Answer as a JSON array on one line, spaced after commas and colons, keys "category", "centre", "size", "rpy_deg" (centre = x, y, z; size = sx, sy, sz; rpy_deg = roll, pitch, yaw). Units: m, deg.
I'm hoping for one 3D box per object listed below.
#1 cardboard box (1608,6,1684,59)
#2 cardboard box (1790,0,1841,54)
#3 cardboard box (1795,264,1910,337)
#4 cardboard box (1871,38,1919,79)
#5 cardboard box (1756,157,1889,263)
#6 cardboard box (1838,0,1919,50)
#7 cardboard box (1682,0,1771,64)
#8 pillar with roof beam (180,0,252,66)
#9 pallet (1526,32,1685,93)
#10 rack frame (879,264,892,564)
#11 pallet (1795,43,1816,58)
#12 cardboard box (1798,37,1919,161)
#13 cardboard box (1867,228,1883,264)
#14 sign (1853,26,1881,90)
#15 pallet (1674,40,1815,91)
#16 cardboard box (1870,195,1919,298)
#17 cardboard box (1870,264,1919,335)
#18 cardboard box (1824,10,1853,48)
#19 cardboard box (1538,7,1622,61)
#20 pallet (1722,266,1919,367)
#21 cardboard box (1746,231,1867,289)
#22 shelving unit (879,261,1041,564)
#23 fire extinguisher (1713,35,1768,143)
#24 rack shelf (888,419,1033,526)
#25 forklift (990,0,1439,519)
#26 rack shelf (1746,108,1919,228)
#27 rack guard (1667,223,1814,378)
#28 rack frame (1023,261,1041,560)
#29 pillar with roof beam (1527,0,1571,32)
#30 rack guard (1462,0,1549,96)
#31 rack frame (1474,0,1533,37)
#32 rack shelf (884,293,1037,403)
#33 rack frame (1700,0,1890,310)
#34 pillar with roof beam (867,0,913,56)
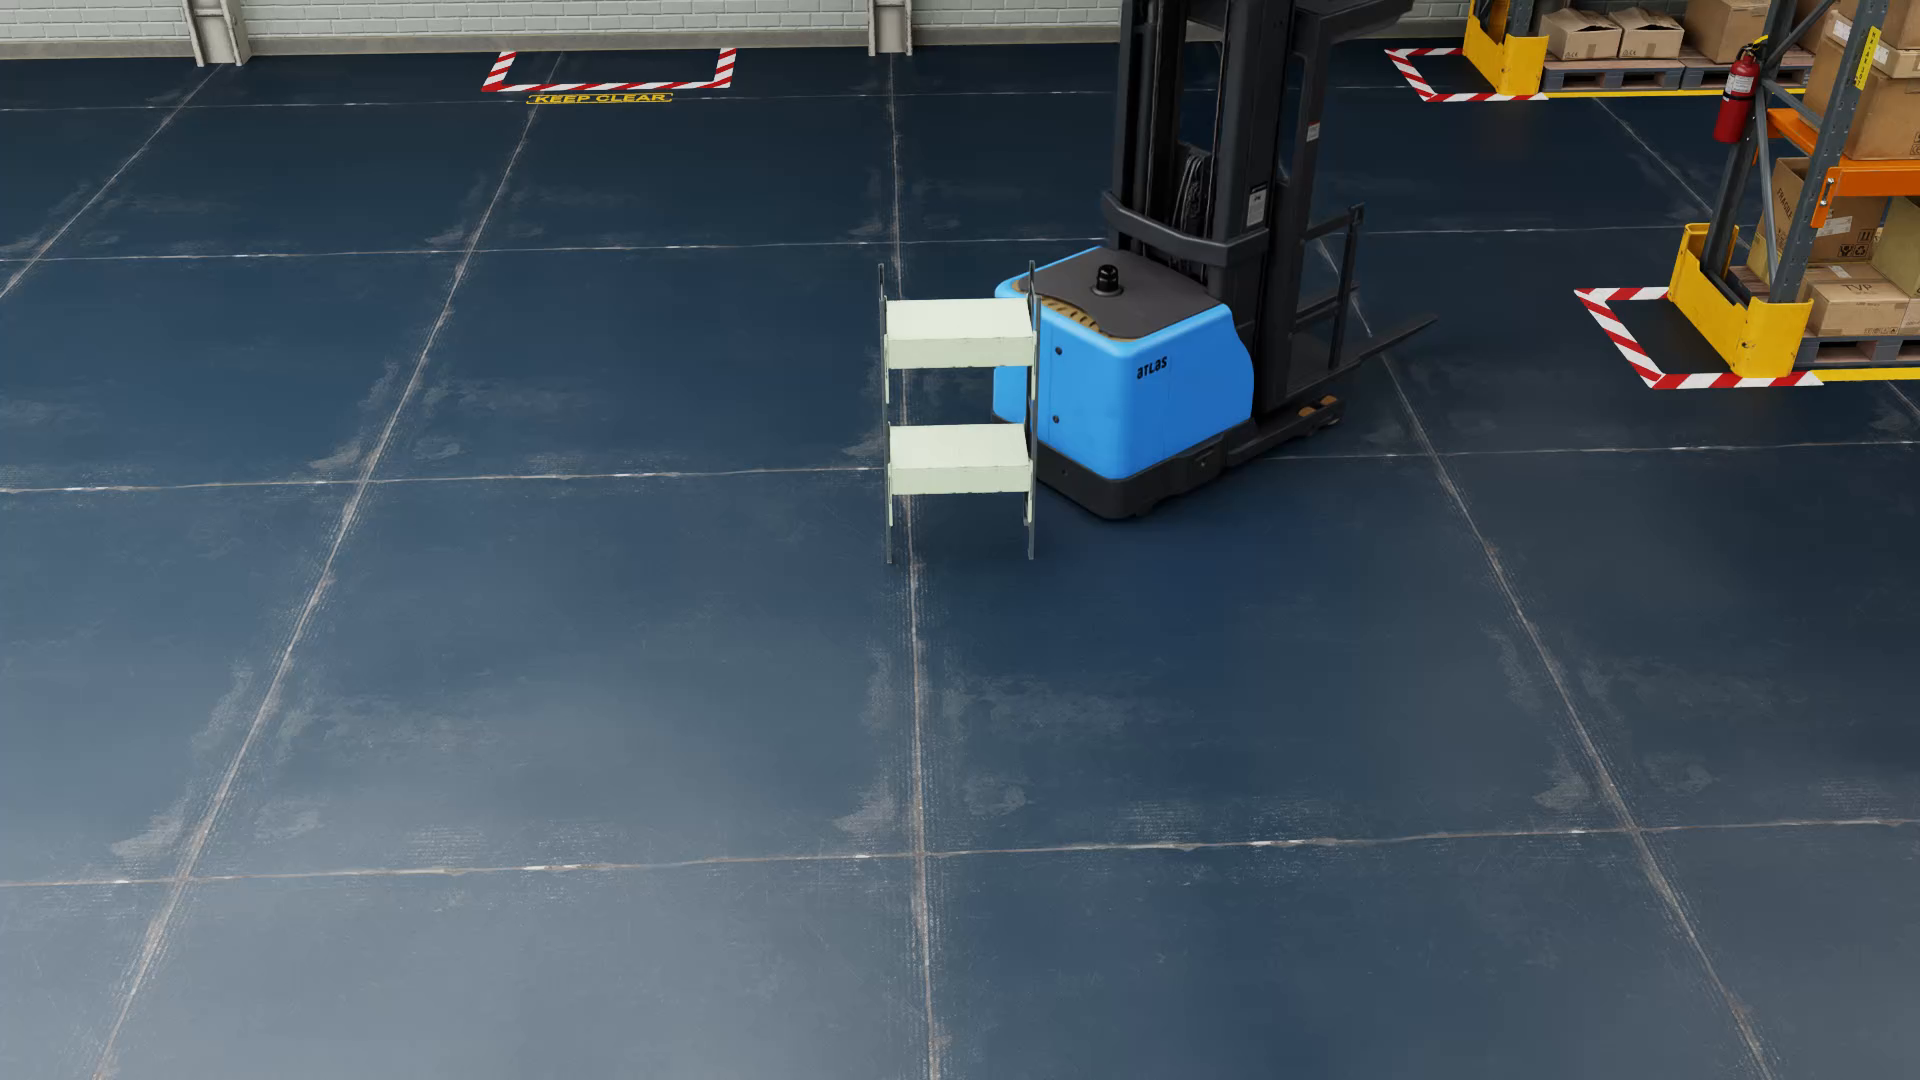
[{"category": "cardboard box", "centre": [5.964, -4.433, 14.496], "size": [0.500, 0.311, 0.500], "rpy_deg": [1, 35, 2]}, {"category": "cardboard box", "centre": [7.660, -4.585, 14.550], "size": [0.500, 0.500, 0.500], "rpy_deg": [-4, 35, -6]}, {"category": "cardboard box", "centre": [5.483, -1.489, 10.313], "size": [0.500, 0.250, 0.500], "rpy_deg": [-2, 35, -2]}, {"category": "cardboard box", "centre": [5.339, -2.755, 9.438], "size": [0.250, 0.149, 0.380], "rpy_deg": [-2, 35, -3]}, {"category": "cardboard box", "centre": [5.459, -2.093, 10.527], "size": [0.500, 0.500, 0.500], "rpy_deg": [-2, 35, -2]}, {"category": "cardboard box", "centre": [5.457, -3.141, 9.424], "size": [0.500, 0.500, 0.700], "rpy_deg": [-1, 35, -2]}, {"category": "cardboard box", "centre": [6.699, -4.502, 14.430], "size": [0.500, 0.500, 0.700], "rpy_deg": [-4, 35, -5]}, {"category": "pillar with roof beam", "centre": [-6.426, -5.582, 8.908], "size": [0.400, 9.000, 9.100], "rpy_deg": [-2, 35, -2]}, {"category": "pallet", "centre": [5.588, -4.232, 14.680], "size": [1.213, 0.211, 1.003], "rpy_deg": [-2, 35, -2]}, {"category": "rack frame", "centre": [-0.372, -0.607, 8.309], "size": [0.023, 1.500, 0.400], "rpy_deg": [-2, 35, -2]}, {"category": "pallet", "centre": [8.025, -4.298, 14.775], "size": [1.213, 0.211, 1.003], "rpy_deg": [-2, 35, -2]}, {"category": "cardboard box", "centre": [5.404, -2.606, 9.791], "size": [0.500, 0.500, 0.700], "rpy_deg": [-2, 35, -2]}, {"category": "cardboard box", "centre": [5.958, -1.804, 10.768], "size": [0.500, 0.250, 0.500], "rpy_deg": [-2, 35, -2]}, {"category": "sign", "centre": [4.957, -2.632, 9.087], "size": [0.005, 0.325, 0.100], "rpy_deg": [-2, 35, -2]}, {"category": "pallet", "centre": [6.804, -4.263, 14.725], "size": [1.213, 0.211, 1.003], "rpy_deg": [-2, 35, -2]}, {"category": "cardboard box", "centre": [5.983, -1.812, 10.121], "size": [0.500, 0.500, 0.500], "rpy_deg": [-2, 35, -2]}, {"category": "cardboard box", "centre": [5.983, -1.505, 10.336], "size": [0.500, 0.250, 0.500], "rpy_deg": [-2, 35, -2]}, {"category": "cardboard box", "centre": [5.310, -2.986, 9.771], "size": [0.250, 0.149, 0.380], "rpy_deg": [-2, 35, -3]}, {"category": "cardboard box", "centre": [5.394, -4.418, 14.474], "size": [0.500, 0.311, 0.500], "rpy_deg": [-5, 35, -8]}, {"category": "pallet", "centre": [5.699, -1.457, 10.670], "size": [1.213, 0.211, 1.003], "rpy_deg": [-2, 35, -2]}, {"category": "cardboard box", "centre": [5.459, -1.784, 10.739], "size": [0.500, 0.250, 0.500], "rpy_deg": [-2, 35, -2]}, {"category": "shelving unit", "centre": [-0.007, -0.617, 8.323], "size": [0.755, 1.500, 0.431], "rpy_deg": [-2, 35, -2]}, {"category": "fire extinguisher", "centre": [4.797, -2.788, 10.211], "size": [0.183, 0.674, 0.296], "rpy_deg": [-2, 35, -2]}, {"category": "rack shelf", "centre": [-0.007, -0.348, 8.508], "size": [0.720, 0.370, 0.431], "rpy_deg": [-2, 35, -2]}, {"category": "forklift", "centre": [1.622, -2.013, 9.084], "size": [3.031, 2.935, 1.130], "rpy_deg": [-26, 42, -32]}, {"category": "rack shelf", "centre": [6.935, -2.317, 10.095], "size": [4.000, 0.370, 1.077], "rpy_deg": [-2, 35, -2]}, {"category": "rack guard", "centre": [4.913, -1.531, 10.523], "size": [0.348, 0.500, 1.175], "rpy_deg": [-2, 35, -2]}, {"category": "rack frame", "centre": [0.359, -0.626, 8.337], "size": [0.023, 1.500, 0.400], "rpy_deg": [-2, 35, -2]}, {"category": "pillar with roof beam", "centre": [5.561, -5.905, 9.375], "size": [0.400, 9.000, 9.100], "rpy_deg": [-2, 35, -2]}, {"category": "rack guard", "centre": [4.775, -4.349, 14.595], "size": [0.348, 0.500, 1.175], "rpy_deg": [-2, 35, -2]}, {"category": "rack frame", "centre": [4.699, -5.375, 13.881], "size": [0.127, 3.000, 1.000], "rpy_deg": [-2, 35, -2]}, {"category": "rack shelf", "centre": [-0.007, -0.937, 8.101], "size": [0.720, 0.370, 0.431], "rpy_deg": [-2, 35, -2]}, {"category": "rack frame", "centre": [4.937, -2.559, 9.812], "size": [0.127, 3.000, 1.000], "rpy_deg": [-2, 35, -2]}, {"category": "pillar with roof beam", "centre": [-0.432, -5.744, 9.142], "size": [0.400, 9.000, 9.100], "rpy_deg": [-2, 35, -2]}]
